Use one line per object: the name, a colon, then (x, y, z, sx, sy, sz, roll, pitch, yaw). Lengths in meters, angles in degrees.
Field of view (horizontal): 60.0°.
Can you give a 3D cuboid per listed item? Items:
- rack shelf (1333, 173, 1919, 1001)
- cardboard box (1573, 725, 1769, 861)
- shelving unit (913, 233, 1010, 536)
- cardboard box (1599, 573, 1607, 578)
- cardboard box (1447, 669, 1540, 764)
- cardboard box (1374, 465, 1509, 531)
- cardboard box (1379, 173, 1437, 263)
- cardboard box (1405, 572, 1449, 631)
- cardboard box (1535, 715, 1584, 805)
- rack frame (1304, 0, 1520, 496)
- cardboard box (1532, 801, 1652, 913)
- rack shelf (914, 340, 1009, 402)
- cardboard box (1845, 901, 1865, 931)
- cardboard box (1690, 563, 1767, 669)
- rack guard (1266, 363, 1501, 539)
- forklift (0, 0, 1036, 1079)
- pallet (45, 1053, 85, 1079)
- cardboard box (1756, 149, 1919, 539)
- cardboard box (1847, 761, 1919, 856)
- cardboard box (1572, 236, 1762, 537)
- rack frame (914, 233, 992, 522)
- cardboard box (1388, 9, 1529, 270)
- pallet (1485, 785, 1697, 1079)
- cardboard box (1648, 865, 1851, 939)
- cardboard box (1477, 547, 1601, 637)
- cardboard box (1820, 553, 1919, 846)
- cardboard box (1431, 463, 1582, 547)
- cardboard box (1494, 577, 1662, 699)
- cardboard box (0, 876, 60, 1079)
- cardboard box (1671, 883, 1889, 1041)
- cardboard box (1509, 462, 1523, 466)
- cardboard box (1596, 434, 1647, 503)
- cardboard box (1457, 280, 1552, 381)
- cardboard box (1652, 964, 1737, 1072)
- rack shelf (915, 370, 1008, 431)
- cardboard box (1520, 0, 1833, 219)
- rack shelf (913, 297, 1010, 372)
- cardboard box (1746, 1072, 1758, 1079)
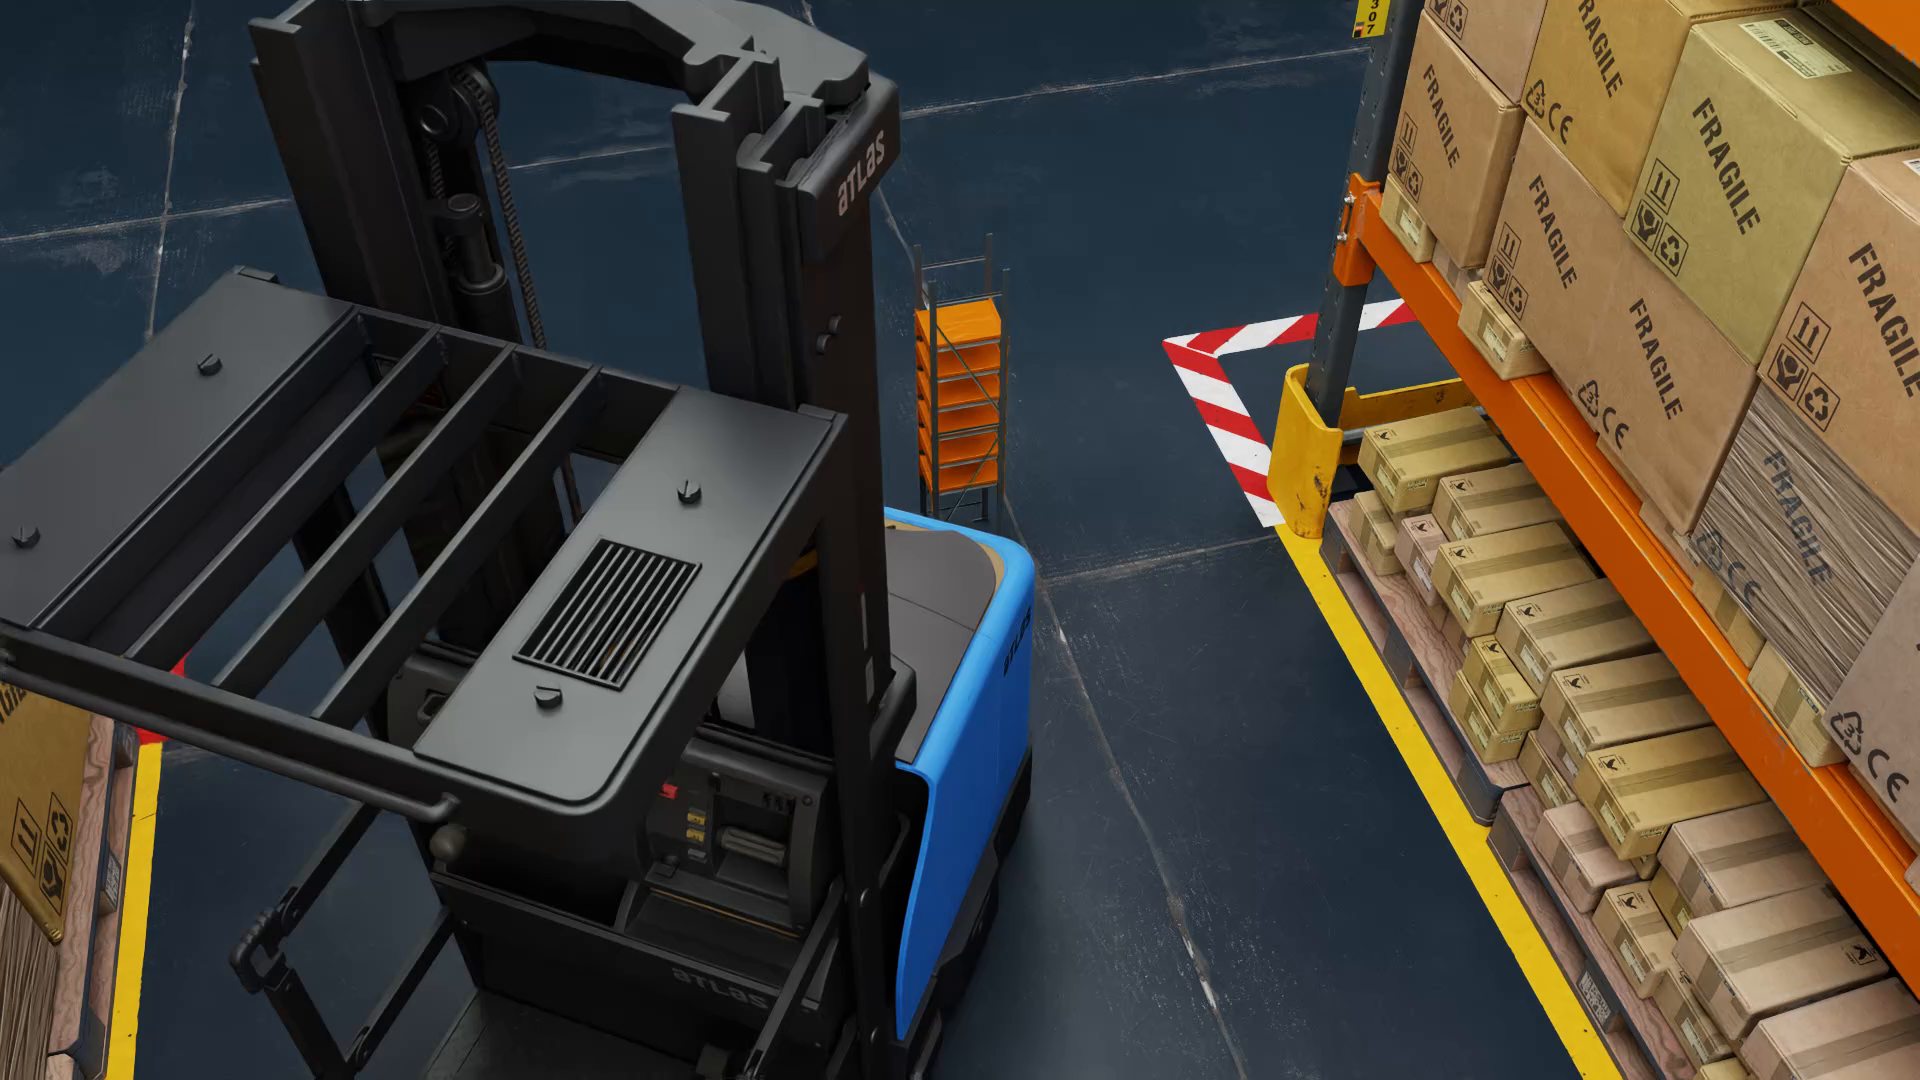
rack shelf: (2.181, 0.313, 3.847, 1.077, 0.370, 4.000, -11, 47, -10)
cardboard box: (1.831, 0.651, 4.297, 0.380, 0.149, 0.250, -10, 46, -10)
shelving unit: (0.004, -0.410, 5.312, 0.258, 1.200, 0.189, -11, 47, -10)
cardboard box: (2.154, 0.213, 5.143, 0.380, 0.149, 0.250, -11, 47, -11)
cardboard box: (1.670, 0.484, 4.878, 0.380, 0.149, 0.250, -10, 46, -10)
cardboard box: (1.555, -0.165, 5.305, 0.380, 0.149, 0.250, -9, 46, -9)
cardboard box: (1.435, -0.948, 4.755, 0.380, 0.149, 0.250, -11, 47, -11)
cardboard box: (1.640, 0.117, 5.237, 0.380, 0.149, 0.250, -11, 47, -10)
cardboard box: (1.840, 0.550, 4.604, 0.380, 0.149, 0.250, -13, 47, -12)
rack frame: (1.669, -1.320, 4.943, 1.000, 3.000, 0.127, -11, 47, -10)
cardboard box: (1.807, 0.830, 4.538, 0.380, 0.149, 0.250, -13, 47, -12)
rack shelf: (0.004, -0.547, 5.172, 0.258, 0.103, 0.180, -11, 47, -10)
cardboard box: (2.398, 0.927, 4.444, 0.380, 0.149, 0.250, -9, 46, -9)
cardboard box: (1.884, 0.119, 3.709, 0.380, 0.149, 0.250, -9, 46, -9)
rack guard: (1.689, -0.393, 5.785, 1.175, 0.500, 0.348, -11, 47, -10)
forklift: (-0.776, 0.607, 3.103, 1.130, 2.935, 3.031, 15, 47, 14)
pallet: (-2.562, 1.872, 3.768, 1.003, 0.211, 1.213, -11, 47, -10)
cardboard box: (1.909, -0.389, 3.053, 0.500, 0.500, 0.500, -12, 47, -12)
cardboard box: (2.058, 0.472, 3.363, 0.380, 0.149, 0.250, -11, 47, -11)
cardboard box: (1.792, -0.393, 3.757, 0.500, 0.500, 0.500, -10, 46, -10)
rack frame: (-0.020, -0.473, 5.374, 0.240, 1.200, 0.006, -11, 47, -10)
cardboard box: (1.517, -1.099, 4.448, 0.500, 0.500, 0.500, -9, 46, -8)
pallet: (2.171, 1.117, 4.508, 1.003, 0.211, 1.213, -11, 47, -10)
cardboard box: (2.009, 0.918, 4.243, 0.380, 0.149, 0.250, -9, 46, -8)
cardboard box: (1.719, 0.188, 4.960, 0.380, 0.149, 0.250, -10, 46, -10)
cardboard box: (2.039, 0.318, 3.060, 0.500, 0.500, 0.500, -11, 47, -11)
cardboard box: (1.662, -0.085, 5.019, 0.380, 0.149, 0.250, -10, 46, -10)
cardboard box: (1.746, 0.268, 4.672, 0.380, 0.149, 0.250, -13, 47, -12)
cardboard box: (-2.677, 1.169, 3.697, 0.875, 0.875, 0.875, -11, 47, -10)
cardboard box: (1.946, 0.999, 3.956, 0.380, 0.149, 0.250, -12, 47, -12)
cardboard box: (2.006, -0.144, 5.493, 0.380, 0.149, 0.250, -10, 46, -10)
cardboard box: (1.802, -0.239, 4.060, 0.380, 0.149, 0.250, -11, 47, -11)
cardboard box: (1.558, -0.585, 4.399, 0.380, 0.149, 0.250, -12, 47, -11)
cardboard box: (1.997, 1.177, 4.198, 0.380, 0.149, 0.250, -10, 46, -10)
rack shelf: (0.004, -0.463, 5.258, 0.258, 0.103, 0.180, -11, 47, -10)
cardboard box: (1.663, -1.103, 3.753, 0.500, 0.500, 0.500, -9, 46, -9)
rack shelf: (0.004, -0.631, 5.086, 0.258, 0.103, 0.180, -11, 47, -10)
cardboard box: (2.085, 1.299, 3.870, 0.380, 0.149, 0.250, -10, 46, -9)
